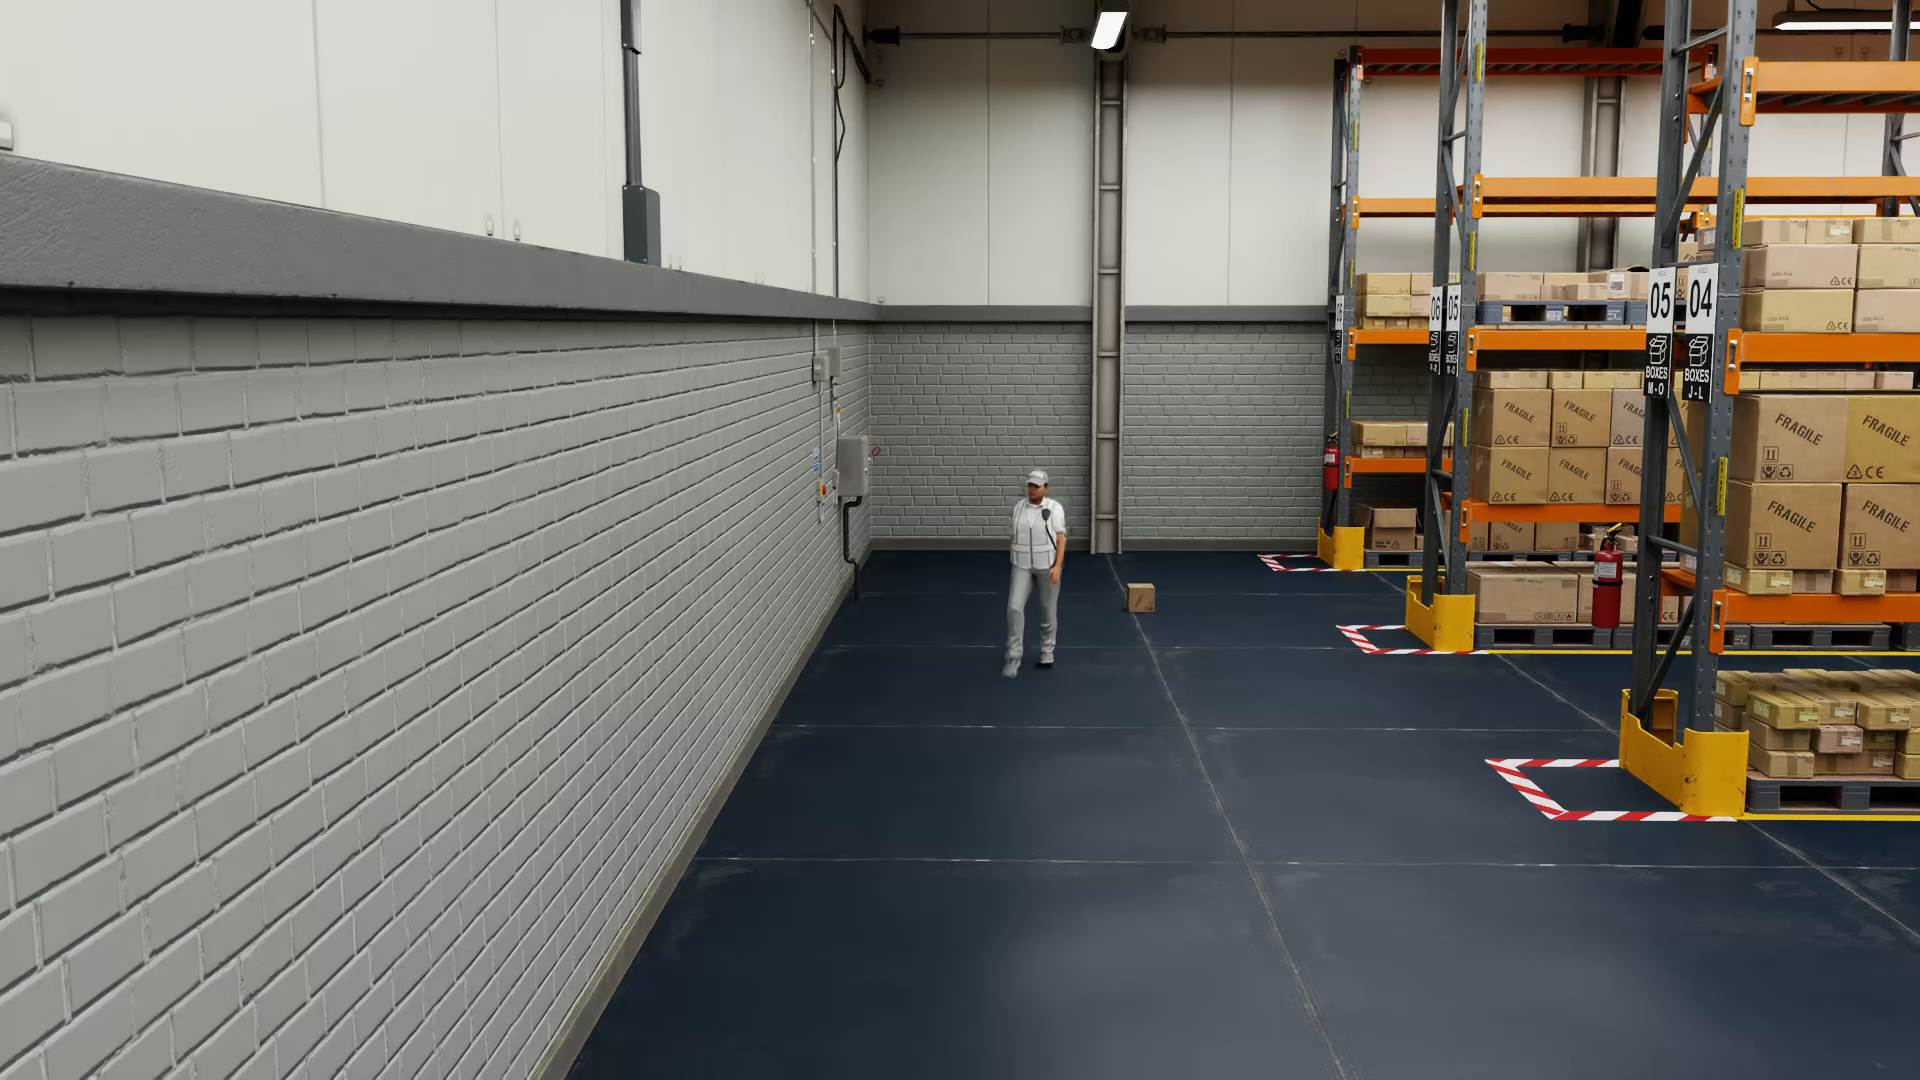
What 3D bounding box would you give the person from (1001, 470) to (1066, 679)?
[{"bbox_3d":[0.621,0.266,13.726,0.489,1.683,0.757,2,8,14],"label":"person"}]
